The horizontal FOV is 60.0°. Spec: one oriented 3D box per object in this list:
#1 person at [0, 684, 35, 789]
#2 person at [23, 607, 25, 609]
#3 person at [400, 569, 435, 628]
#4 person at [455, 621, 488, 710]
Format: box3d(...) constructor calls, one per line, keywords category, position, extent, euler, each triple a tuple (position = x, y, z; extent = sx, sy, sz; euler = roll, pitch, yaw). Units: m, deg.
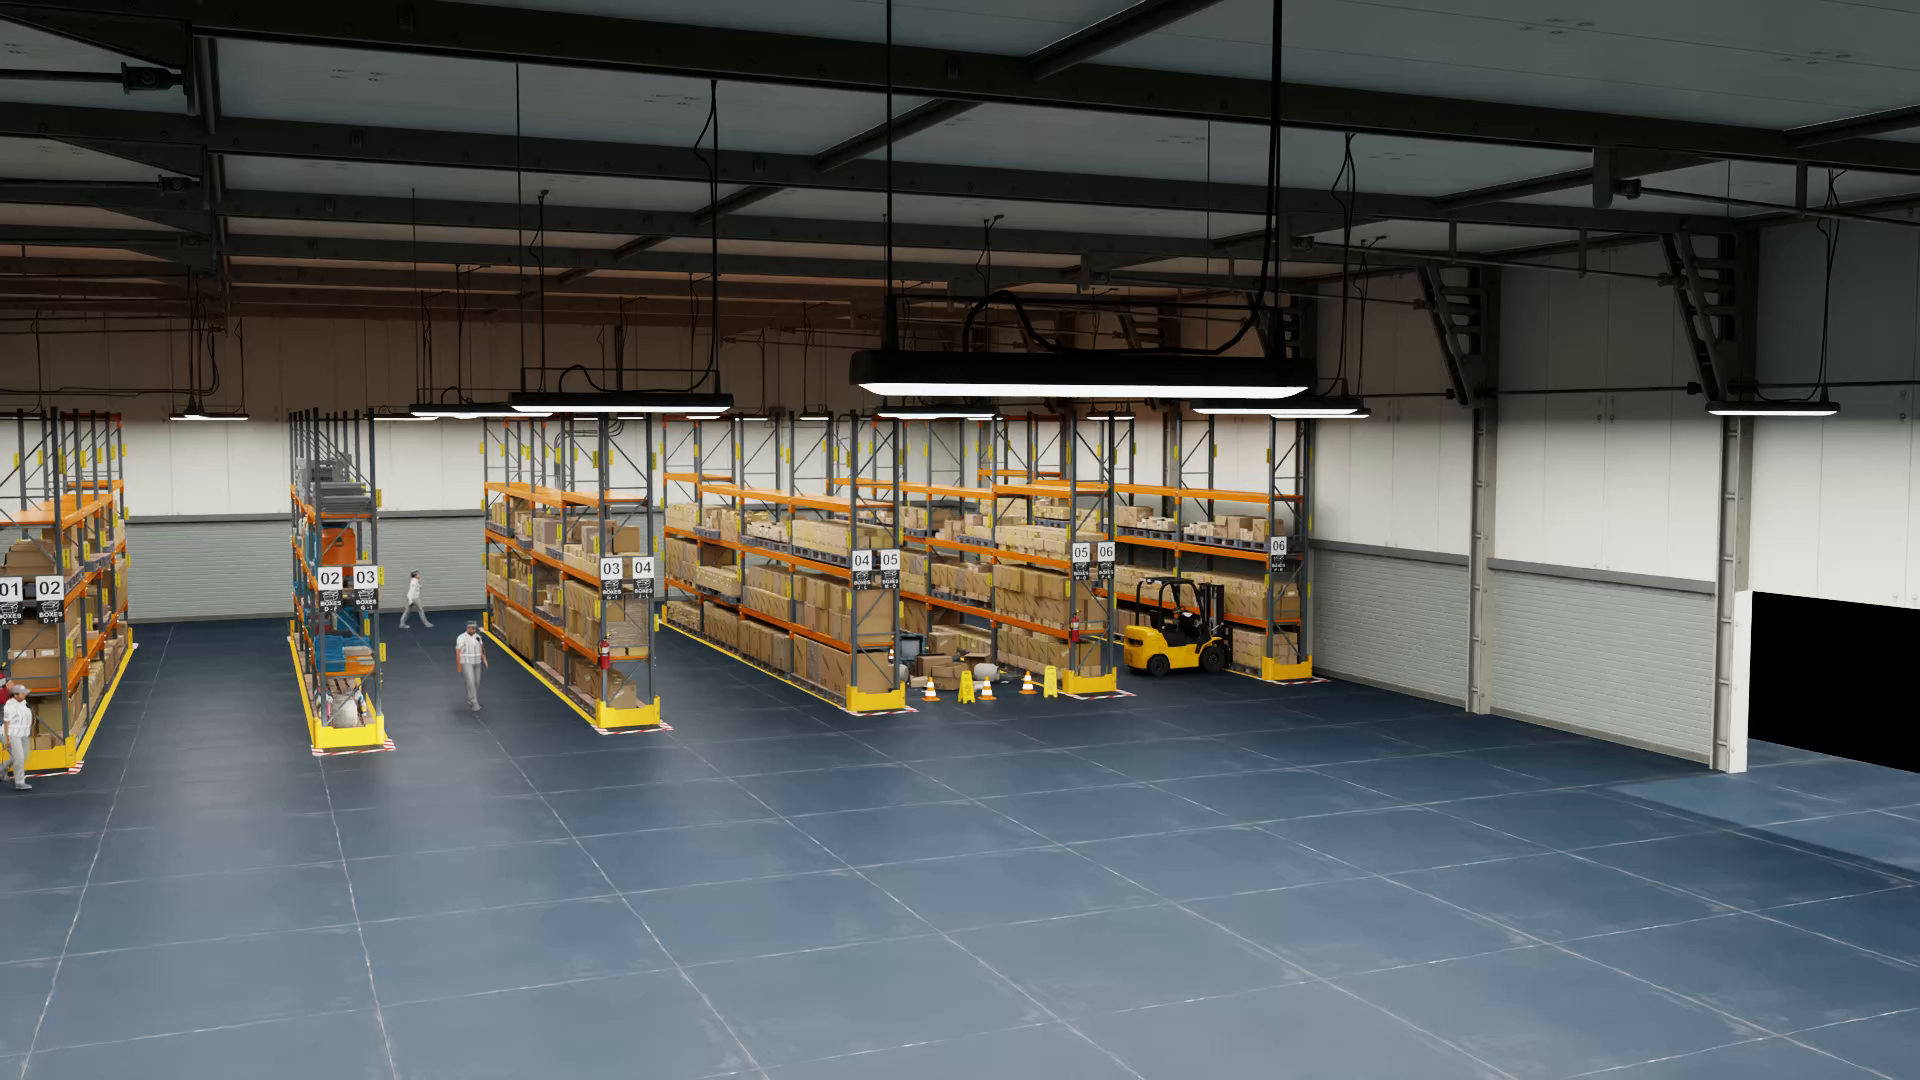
box3d(category="person", position=(-14.869, 3.067, 26.105), extent=(0.786, 1.625, 0.480), euler=(1, 4, 13))
box3d(category="person", position=(-22.481, 2.102, 40.128), extent=(0.575, 1.589, 1.034), euler=(-2, 4, -26))
box3d(category="person", position=(-15.239, 1.625, 46.520), extent=(0.940, 1.623, 0.453), euler=(-3, 5, -40))
box3d(category="person", position=(-9.790, 2.523, 33.562), extent=(0.777, 1.758, 0.561), euler=(3, 5, 39))
